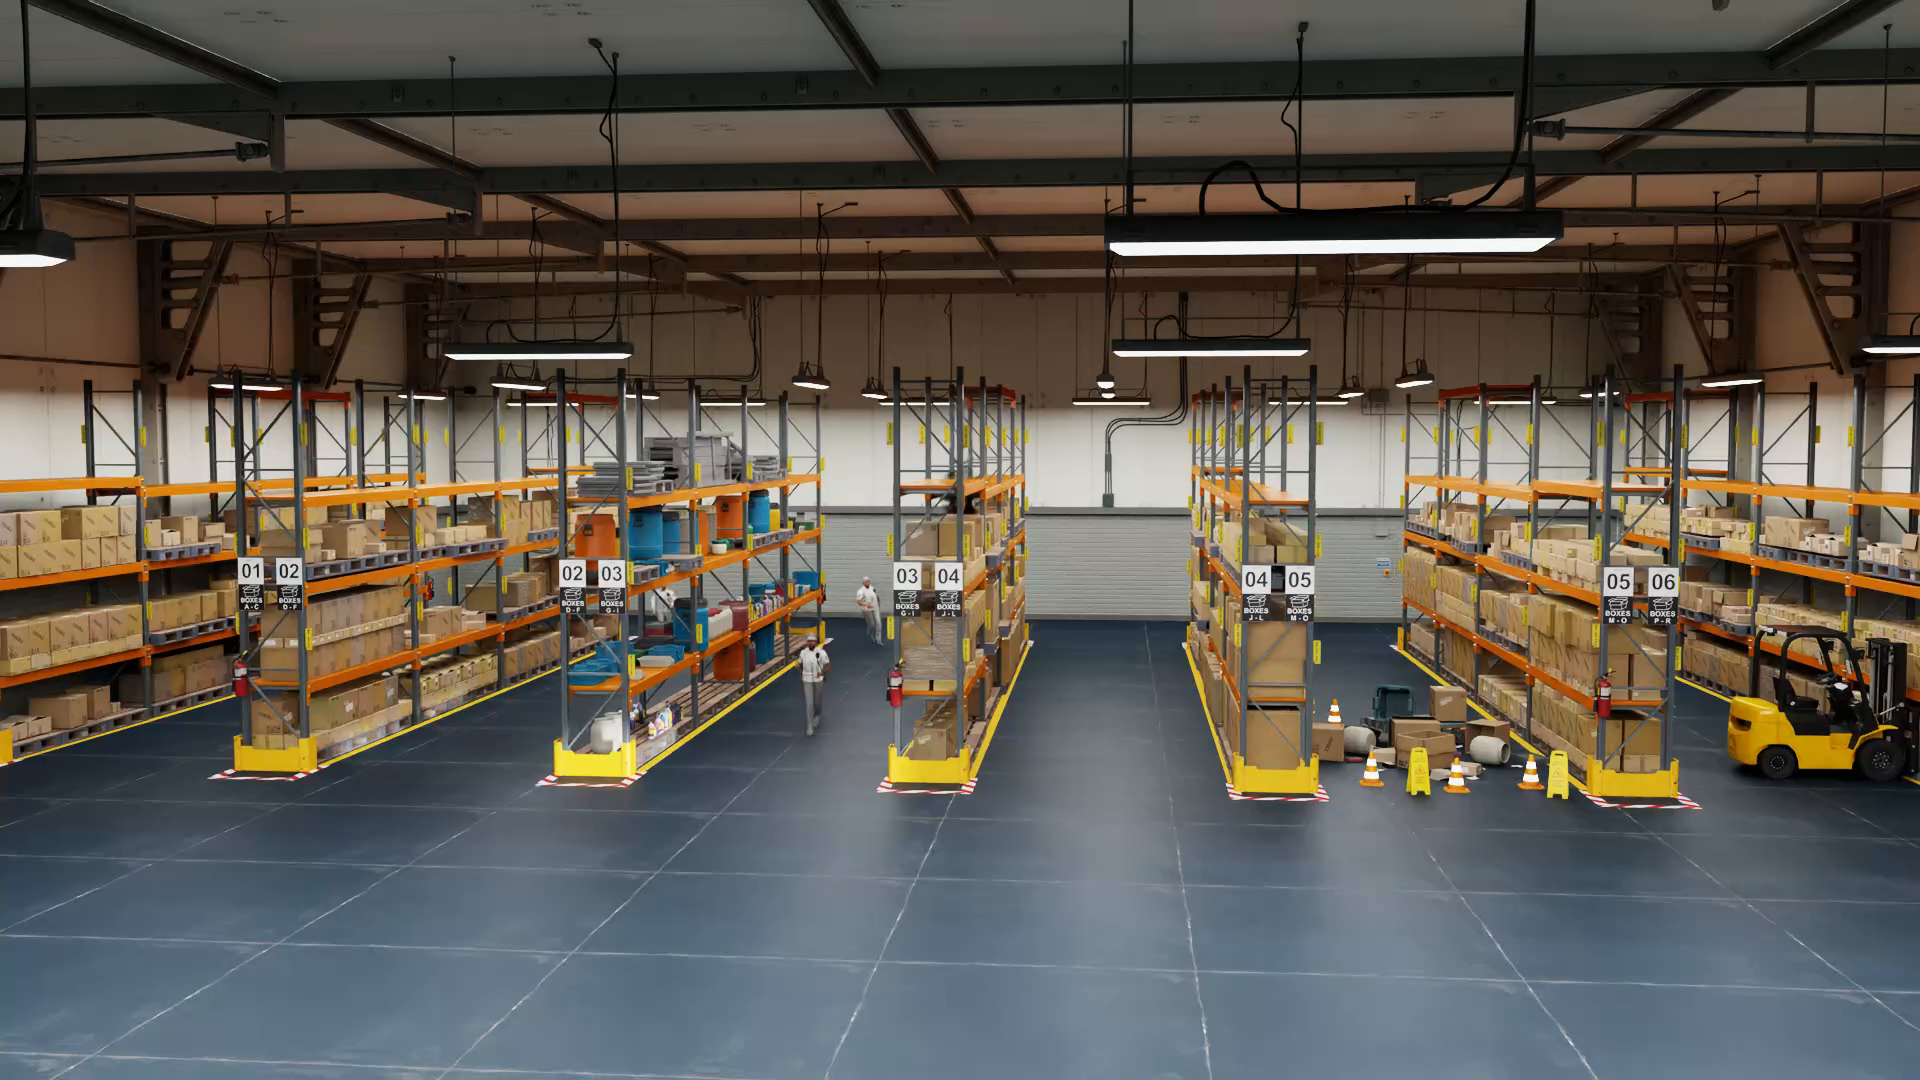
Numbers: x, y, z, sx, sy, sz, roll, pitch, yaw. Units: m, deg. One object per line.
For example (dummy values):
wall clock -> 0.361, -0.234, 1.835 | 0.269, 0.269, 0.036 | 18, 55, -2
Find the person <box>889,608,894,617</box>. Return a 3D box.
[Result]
person -> -1.173, 2.018, 34.356 | 0.638, 1.784, 0.777 | 0, 4, 7

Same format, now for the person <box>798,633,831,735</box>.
person -> -2.458, 2.396, 28.061 | 0.573, 1.685, 0.838 | 0, 4, 0

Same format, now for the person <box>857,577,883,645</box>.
person -> -2.188, 1.701, 40.044 | 0.608, 1.630, 0.764 | -2, 4, -28

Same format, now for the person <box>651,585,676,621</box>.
person -> -7.001, 1.732, 39.350 | 0.637, 1.682, 0.803 | 0, 4, -5
